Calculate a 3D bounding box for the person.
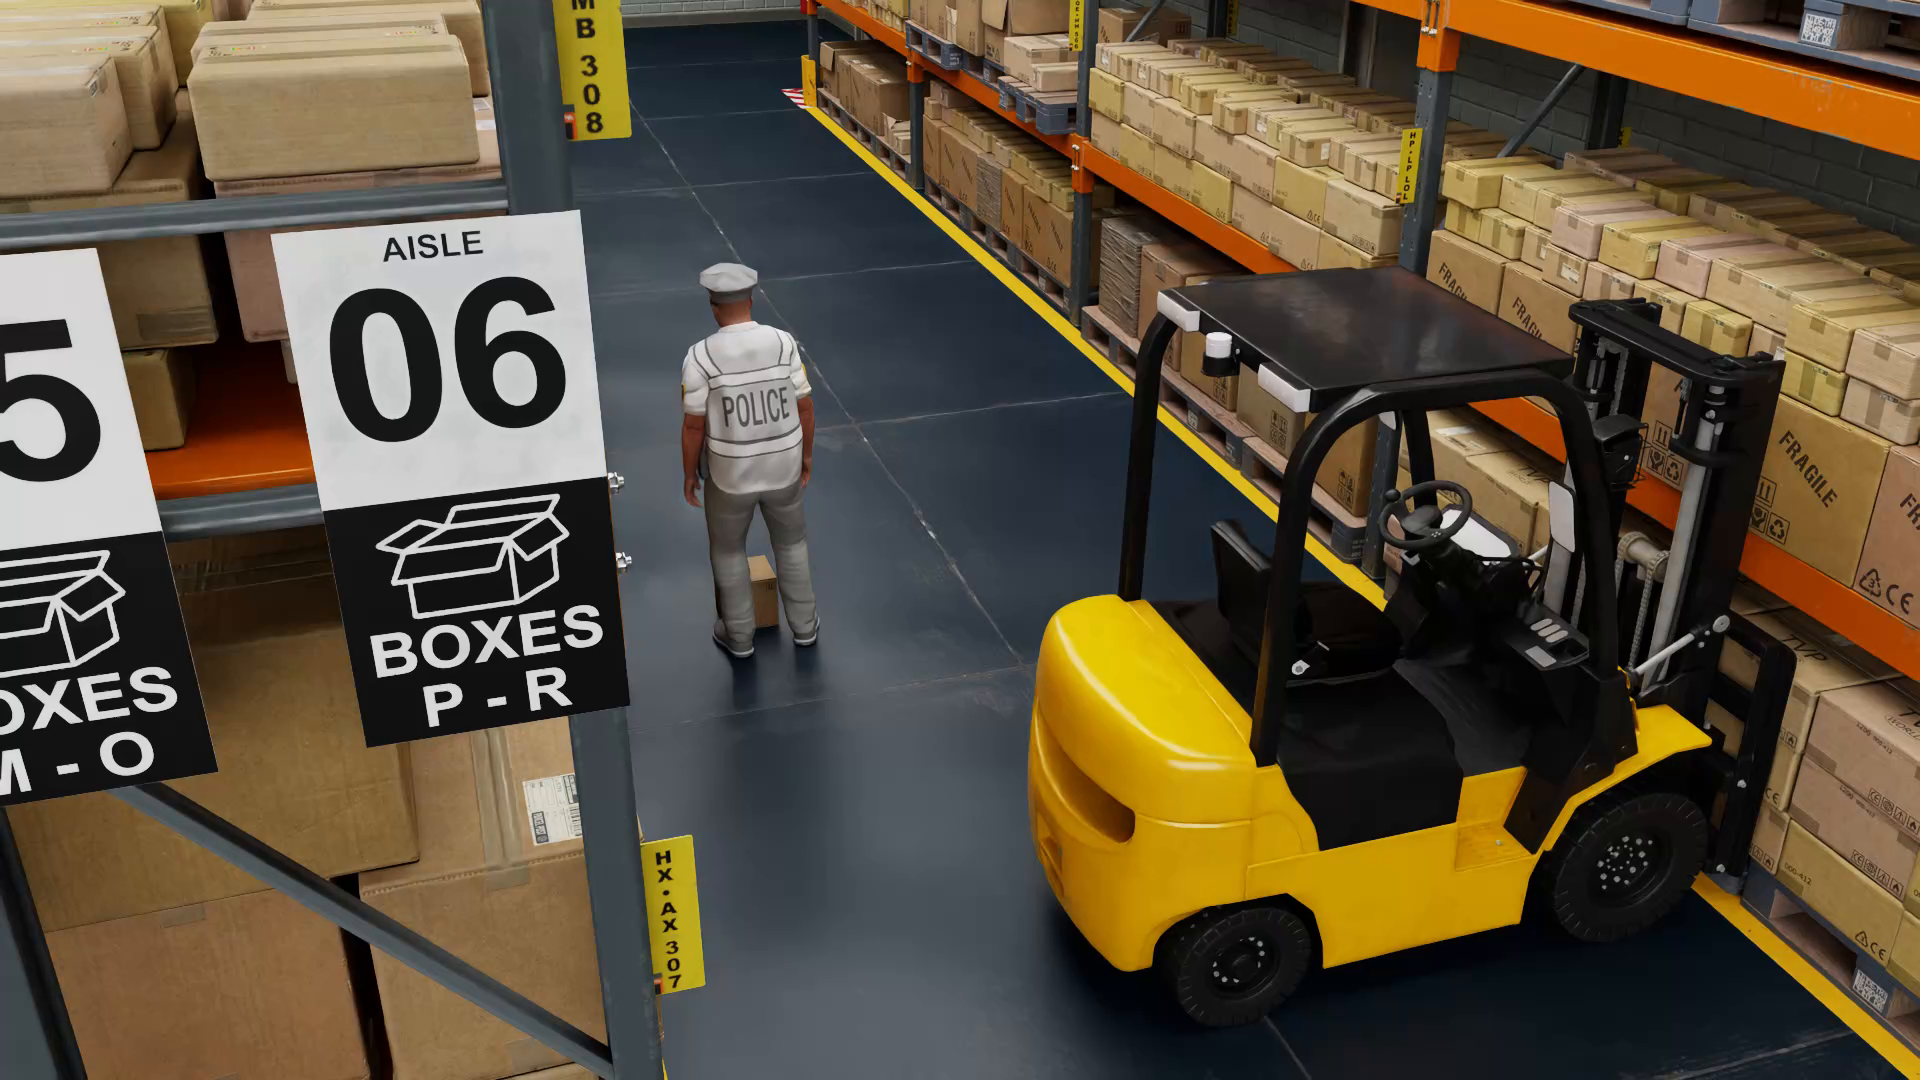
[{"bbox_3d":[-0.903,-0.310,7.233,0.608,1.750,0.433,-10,28,-20],"label":"person"}]
